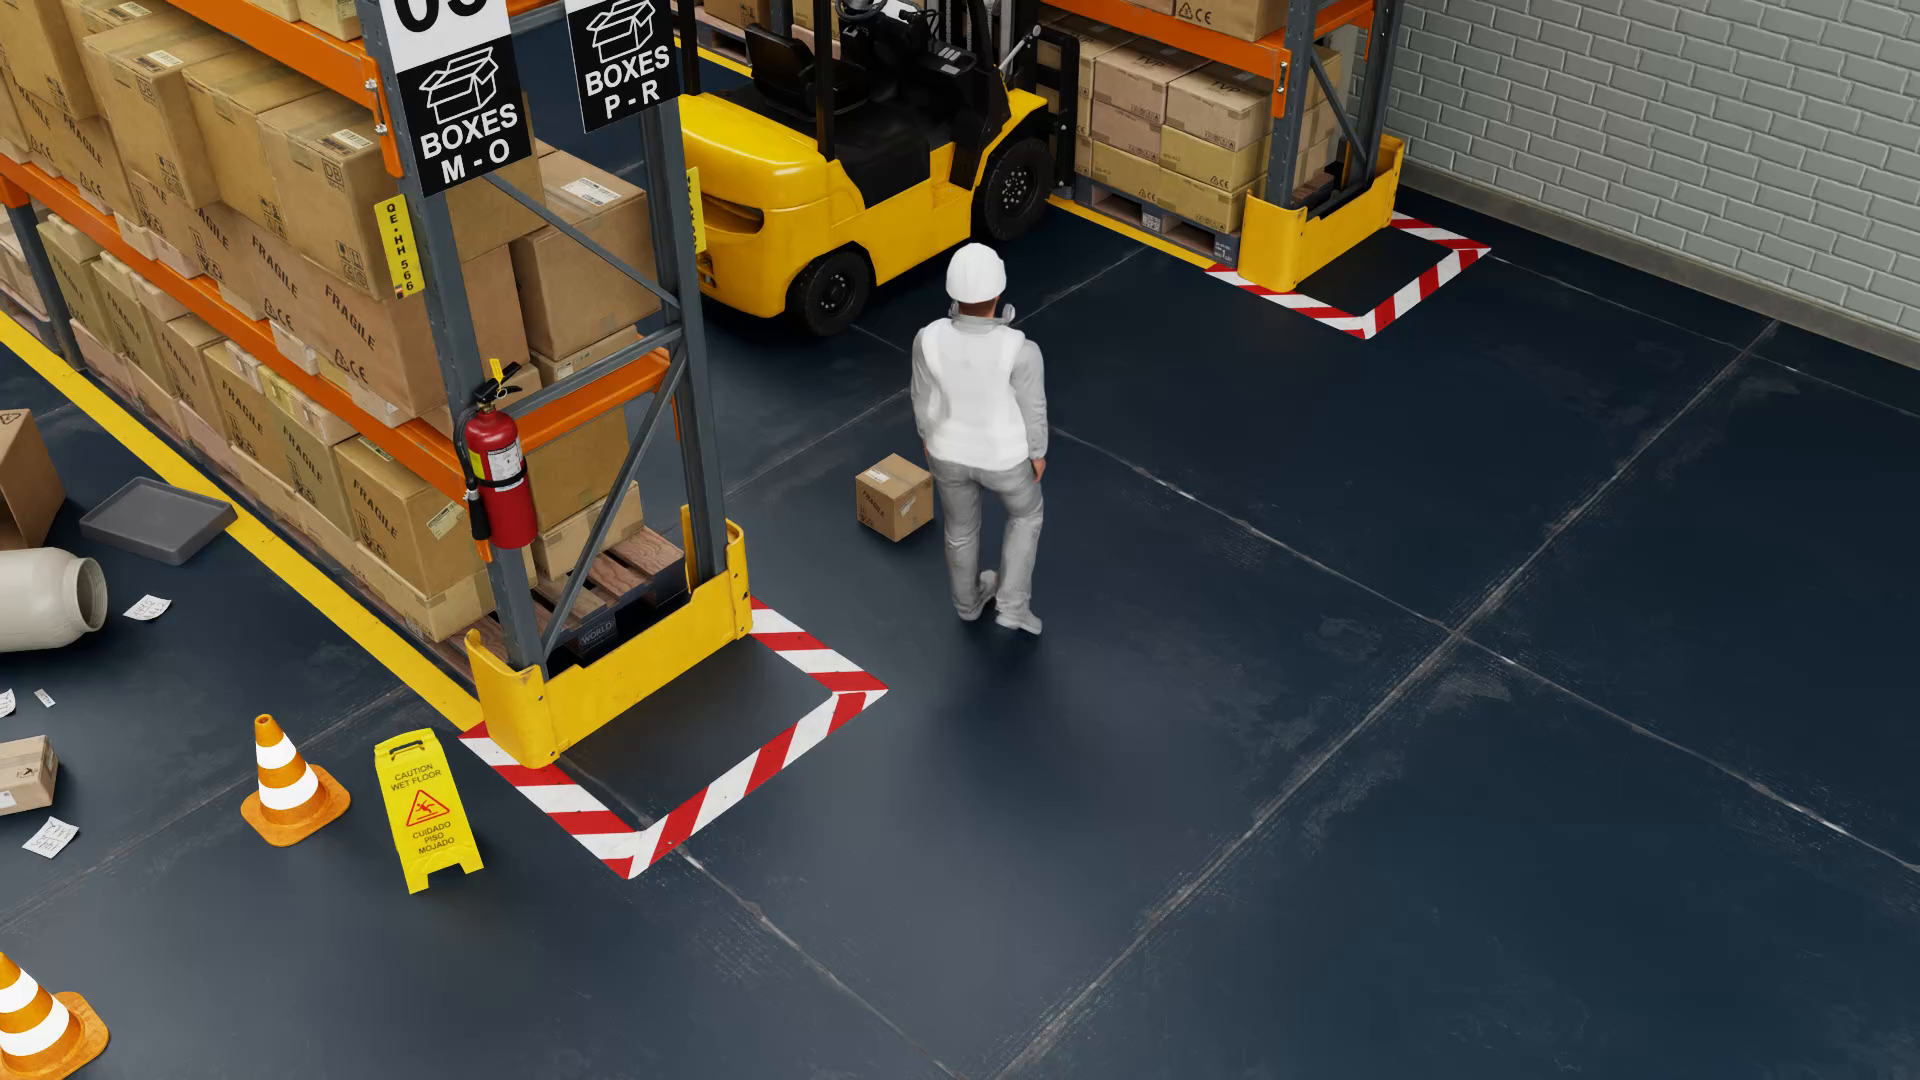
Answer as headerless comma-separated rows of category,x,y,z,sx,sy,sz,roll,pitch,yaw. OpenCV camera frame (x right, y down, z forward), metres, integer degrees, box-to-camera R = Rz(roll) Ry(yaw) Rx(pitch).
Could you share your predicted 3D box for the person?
person,0.092,-0.372,6.604,0.558,1.812,0.425,11,40,13
